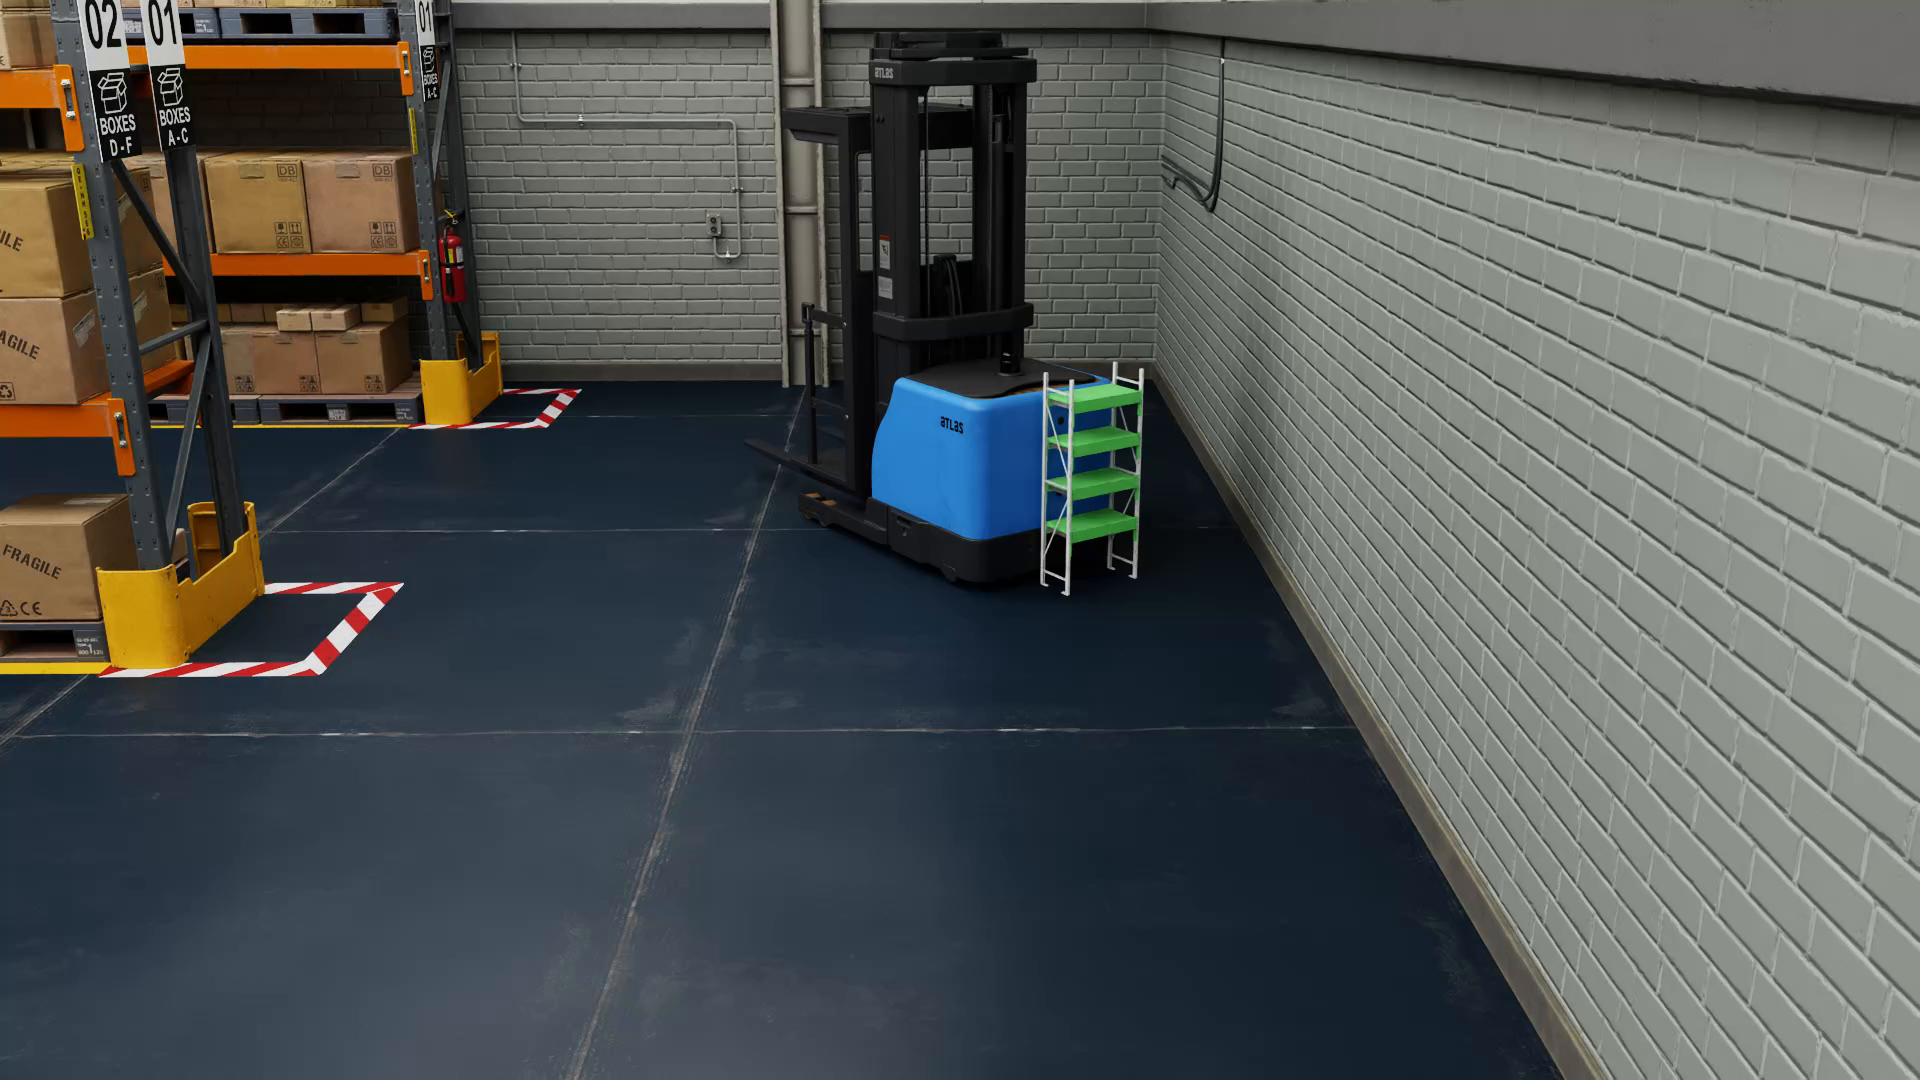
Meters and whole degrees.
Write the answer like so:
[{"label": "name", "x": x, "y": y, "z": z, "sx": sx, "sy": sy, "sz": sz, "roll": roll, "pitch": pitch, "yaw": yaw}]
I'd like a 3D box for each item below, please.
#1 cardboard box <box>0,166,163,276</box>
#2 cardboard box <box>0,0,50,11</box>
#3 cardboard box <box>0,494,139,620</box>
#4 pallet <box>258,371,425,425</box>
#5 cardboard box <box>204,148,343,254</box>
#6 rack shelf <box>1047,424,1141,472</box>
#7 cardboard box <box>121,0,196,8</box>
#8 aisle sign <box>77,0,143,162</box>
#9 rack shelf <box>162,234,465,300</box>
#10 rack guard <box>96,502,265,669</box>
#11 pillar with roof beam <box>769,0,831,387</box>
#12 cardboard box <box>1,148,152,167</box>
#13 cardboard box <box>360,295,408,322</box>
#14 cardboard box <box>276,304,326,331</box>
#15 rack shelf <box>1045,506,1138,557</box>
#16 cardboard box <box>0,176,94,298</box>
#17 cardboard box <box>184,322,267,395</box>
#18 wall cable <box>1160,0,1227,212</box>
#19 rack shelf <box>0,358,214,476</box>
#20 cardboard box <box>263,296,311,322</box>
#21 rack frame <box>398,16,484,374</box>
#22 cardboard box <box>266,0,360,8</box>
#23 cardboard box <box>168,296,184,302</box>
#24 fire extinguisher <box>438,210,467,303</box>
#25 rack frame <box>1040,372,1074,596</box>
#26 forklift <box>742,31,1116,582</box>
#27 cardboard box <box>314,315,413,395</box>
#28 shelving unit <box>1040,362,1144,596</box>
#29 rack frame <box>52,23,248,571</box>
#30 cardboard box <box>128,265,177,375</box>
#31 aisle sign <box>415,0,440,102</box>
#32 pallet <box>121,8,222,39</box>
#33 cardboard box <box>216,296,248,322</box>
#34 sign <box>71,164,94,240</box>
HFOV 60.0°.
[{"label": "cardboard box", "x": -4.360, "y": -1.582, "z": 8.269, "sx": 0.500, "sy": 0.500, "sz": 0.500, "roll": 0, "pitch": 18, "yaw": 1}, {"label": "cardboard box", "x": -4.422, "y": -2.495, "z": 7.430, "sx": 0.500, "sy": 0.250, "sz": 0.500, "roll": 0, "pitch": 18, "yaw": -1}, {"label": "cardboard box", "x": -4.452, "y": 0.078, "z": 8.264, "sx": 0.500, "sy": 0.500, "sz": 0.500, "roll": 0, "pitch": 18, "yaw": -1}, {"label": "pallet", "x": -4.793, "y": -1.138, "z": 13.248, "sx": 1.213, "sy": 0.211, "sz": 1.003, "roll": 0, "pitch": 18, "yaw": -1}, {"label": "cardboard box", "x": -5.231, "y": -2.624, "z": 12.824, "sx": 0.700, "sy": 0.700, "sz": 0.980, "roll": 0, "pitch": 18, "yaw": -1}, {"label": "rack shelf", "x": 0.723, "y": -0.508, "z": 9.090, "sx": 0.480, "sy": 0.148, "sz": 0.258, "roll": -12, "pitch": 22, "yaw": -34}, {"label": "cardboard box", "x": -5.763, "y": -4.006, "z": 12.109, "sx": 0.500, "sy": 0.250, "sz": 0.500, "roll": -1, "pitch": 18, "yaw": -3}, {"label": "aisle sign", "x": -3.839, "y": -2.125, "z": 7.505, "sx": 0.004, "sy": 0.787, "sz": 0.394, "roll": 0, "pitch": 18, "yaw": -1}, {"label": "rack shelf", "x": -5.994, "y": -2.141, "z": 12.989, "sx": 4.000, "sy": 0.370, "sz": 1.077, "roll": 0, "pitch": 18, "yaw": -1}, {"label": "rack guard", "x": -3.988, "y": 0.210, "z": 8.573, "sx": 0.348, "sy": 0.500, "sz": 1.175, "roll": 0, "pitch": 18, "yaw": -1}, {"label": "pillar with roof beam", "x": -1.240, "y": -4.312, "z": 8.758, "sx": 0.400, "sy": 9.000, "sz": 9.100, "roll": 0, "pitch": 18, "yaw": -1}, {"label": "cardboard box", "x": -6.721, "y": -2.616, "z": 12.801, "sx": 0.700, "sy": 0.700, "sz": 0.980, "roll": -1, "pitch": 18, "yaw": -2}, {"label": "cardboard box", "x": -4.571, "y": -1.839, "z": 13.214, "sx": 0.250, "sy": 0.149, "sz": 0.380, "roll": 0, "pitch": 18, "yaw": 0}, {"label": "cardboard box", "x": -5.074, "y": -1.720, "z": 12.842, "sx": 0.250, "sy": 0.149, "sz": 0.380, "roll": 0, "pitch": 18, "yaw": 1}, {"label": "rack shelf", "x": 0.723, "y": -0.051, "z": 9.237, "sx": 0.480, "sy": 0.148, "sz": 0.258, "roll": -12, "pitch": 22, "yaw": -34}, {"label": "cardboard box", "x": -4.353, "y": -1.418, "z": 7.756, "sx": 0.500, "sy": 0.500, "sz": 0.500, "roll": 0, "pitch": 18, "yaw": -1}, {"label": "cardboard box", "x": -5.696, "y": -1.464, "z": 13.105, "sx": 0.500, "sy": 0.500, "sz": 0.700, "roll": -1, "pitch": 18, "yaw": -3}, {"label": "wall cable", "x": 1.667, "y": -3.789, "z": 12.211, "sx": 0.112, "sy": 2.526, "sz": 3.097, "roll": 0, "pitch": 18, "yaw": -1}, {"label": "rack shelf", "x": -5.912, "y": -0.628, "z": 8.272, "sx": 4.000, "sy": 0.370, "sz": 1.077, "roll": 0, "pitch": 18, "yaw": -1}, {"label": "cardboard box", "x": -5.328, "y": -1.836, "z": 13.202, "sx": 0.250, "sy": 0.149, "sz": 0.380, "roll": 0, "pitch": 18, "yaw": 0}, {"label": "rack frame", "x": -3.994, "y": -2.493, "z": 12.909, "sx": 0.127, "sy": 3.000, "sz": 1.000, "roll": 0, "pitch": 18, "yaw": -1}, {"label": "cardboard box", "x": -4.722, "y": -4.013, "z": 12.130, "sx": 0.500, "sy": 0.250, "sz": 0.500, "roll": 0, "pitch": 18, "yaw": 1}, {"label": "cardboard box", "x": -6.350, "y": -1.830, "z": 13.185, "sx": 0.250, "sy": 0.149, "sz": 0.380, "roll": 0, "pitch": 18, "yaw": 0}, {"label": "fire extinguisher", "x": -3.836, "y": -2.139, "z": 12.540, "sx": 0.183, "sy": 0.674, "sz": 0.296, "roll": 0, "pitch": 18, "yaw": -1}, {"label": "rack frame", "x": 0.525, "y": -0.297, "z": 9.009, "sx": 0.015, "sy": 1.200, "sz": 0.240, "roll": -12, "pitch": 22, "yaw": -34}, {"label": "forklift", "x": -0.361, "y": -1.553, "z": 10.090, "sx": 1.130, "sy": 2.935, "sz": 3.031, "roll": -12, "pitch": 21, "yaw": -33}, {"label": "cardboard box", "x": -4.693, "y": -1.469, "z": 13.121, "sx": 0.500, "sy": 0.500, "sz": 0.700, "roll": 0, "pitch": 18, "yaw": -1}, {"label": "shelving unit", "x": 0.723, "y": -0.340, "z": 9.144, "sx": 0.503, "sy": 1.200, "sz": 0.258, "roll": -12, "pitch": 22, "yaw": -34}, {"label": "rack frame", "x": -3.912, "y": -0.980, "z": 8.192, "sx": 0.127, "sy": 3.000, "sz": 1.000, "roll": 0, "pitch": 18, "yaw": -1}, {"label": "cardboard box", "x": -4.360, "y": -1.106, "z": 8.422, "sx": 0.500, "sy": 0.500, "sz": 0.500, "roll": 0, "pitch": 18, "yaw": 0}, {"label": "aisle sign", "x": -3.918, "y": -3.640, "z": 12.227, "sx": 0.004, "sy": 0.787, "sz": 0.394, "roll": 0, "pitch": 18, "yaw": -1}, {"label": "pallet", "x": -5.959, "y": -3.866, "z": 12.422, "sx": 1.213, "sy": 0.211, "sz": 1.003, "roll": 0, "pitch": 18, "yaw": -1}, {"label": "cardboard box", "x": -5.838, "y": -1.833, "z": 13.193, "sx": 0.250, "sy": 0.149, "sz": 0.380, "roll": 0, "pitch": 18, "yaw": 0}, {"label": "sign", "x": -3.924, "y": -1.512, "z": 7.439, "sx": 0.005, "sy": 0.325, "sz": 0.100, "roll": 0, "pitch": 18, "yaw": -1}]
